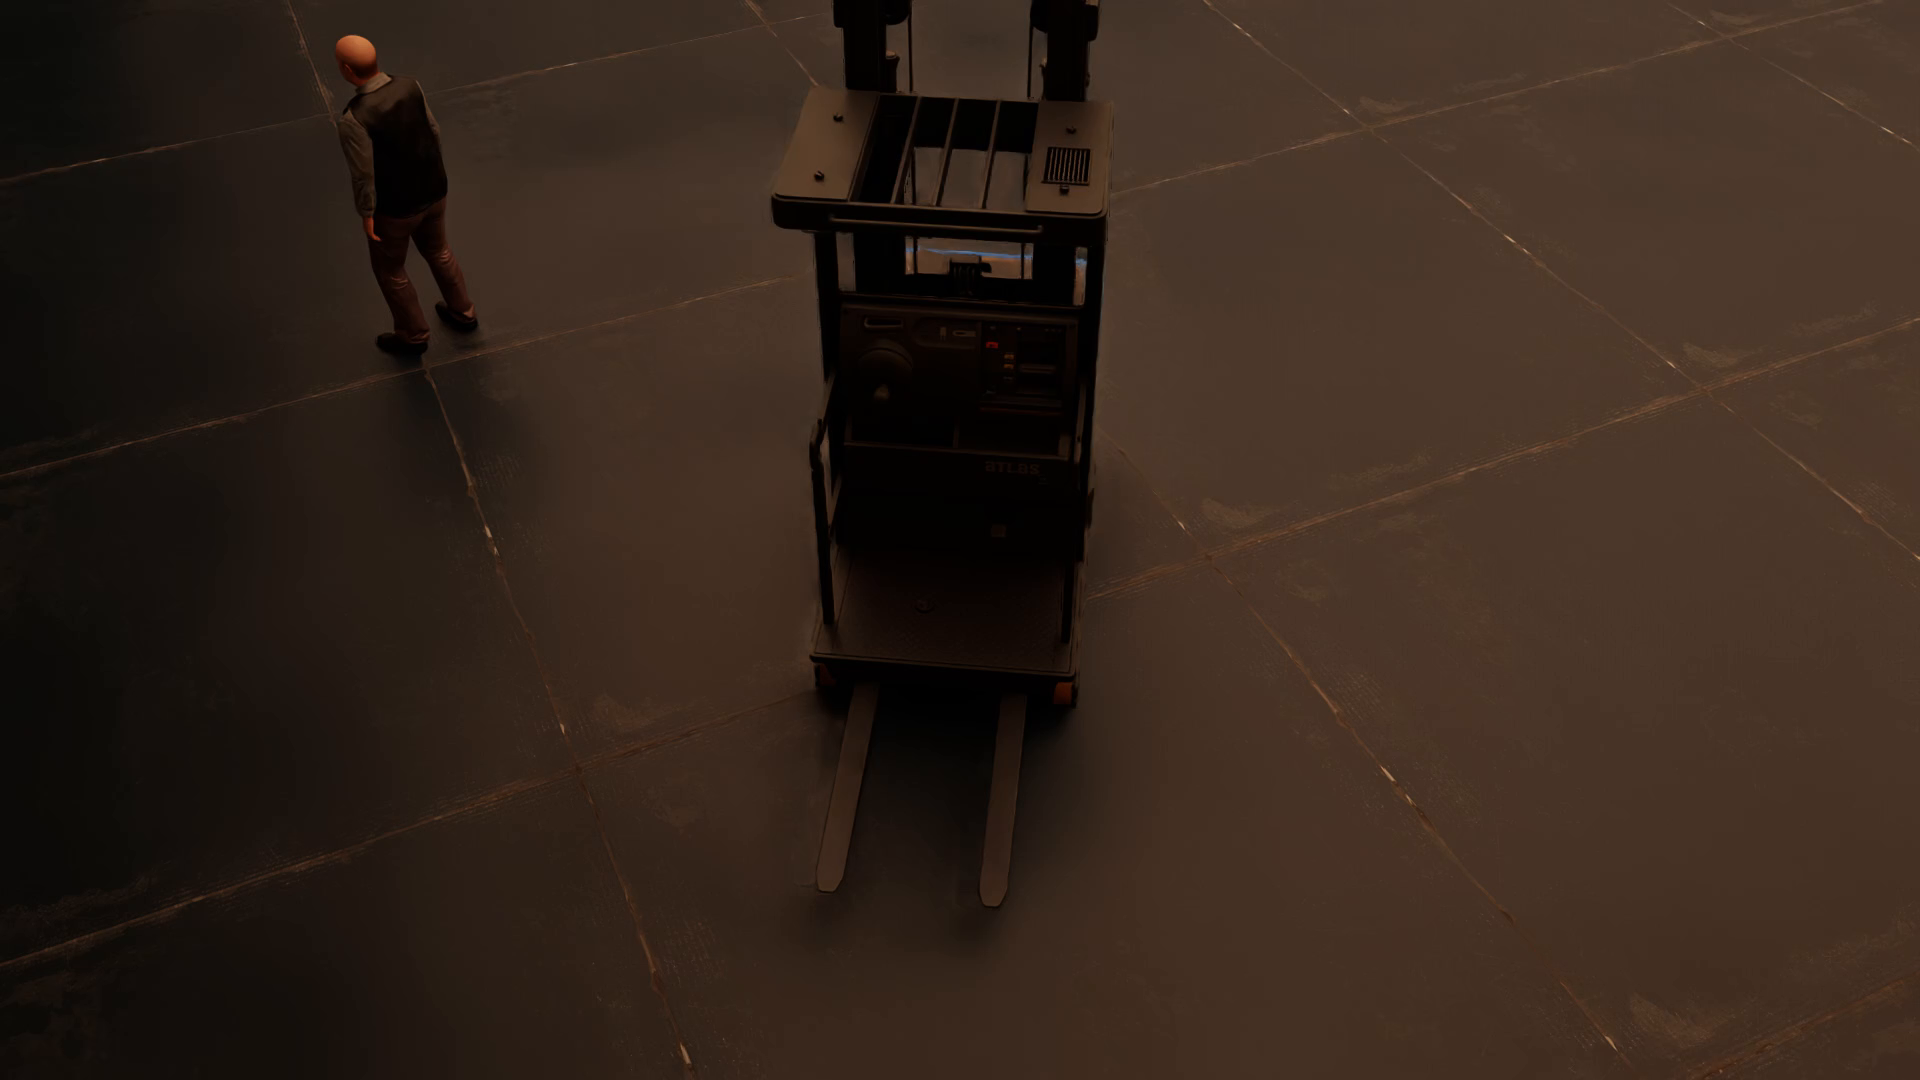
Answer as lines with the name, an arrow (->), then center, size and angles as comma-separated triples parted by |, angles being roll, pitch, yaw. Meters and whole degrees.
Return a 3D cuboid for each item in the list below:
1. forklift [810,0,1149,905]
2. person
forklift -> 0.054, -0.617, 6.341 | 1.130, 2.935, 3.031 | -1, 43, -1
person -> -2.831, -1.740, 8.437 | 0.442, 1.724, 0.586 | 22, 47, 22
